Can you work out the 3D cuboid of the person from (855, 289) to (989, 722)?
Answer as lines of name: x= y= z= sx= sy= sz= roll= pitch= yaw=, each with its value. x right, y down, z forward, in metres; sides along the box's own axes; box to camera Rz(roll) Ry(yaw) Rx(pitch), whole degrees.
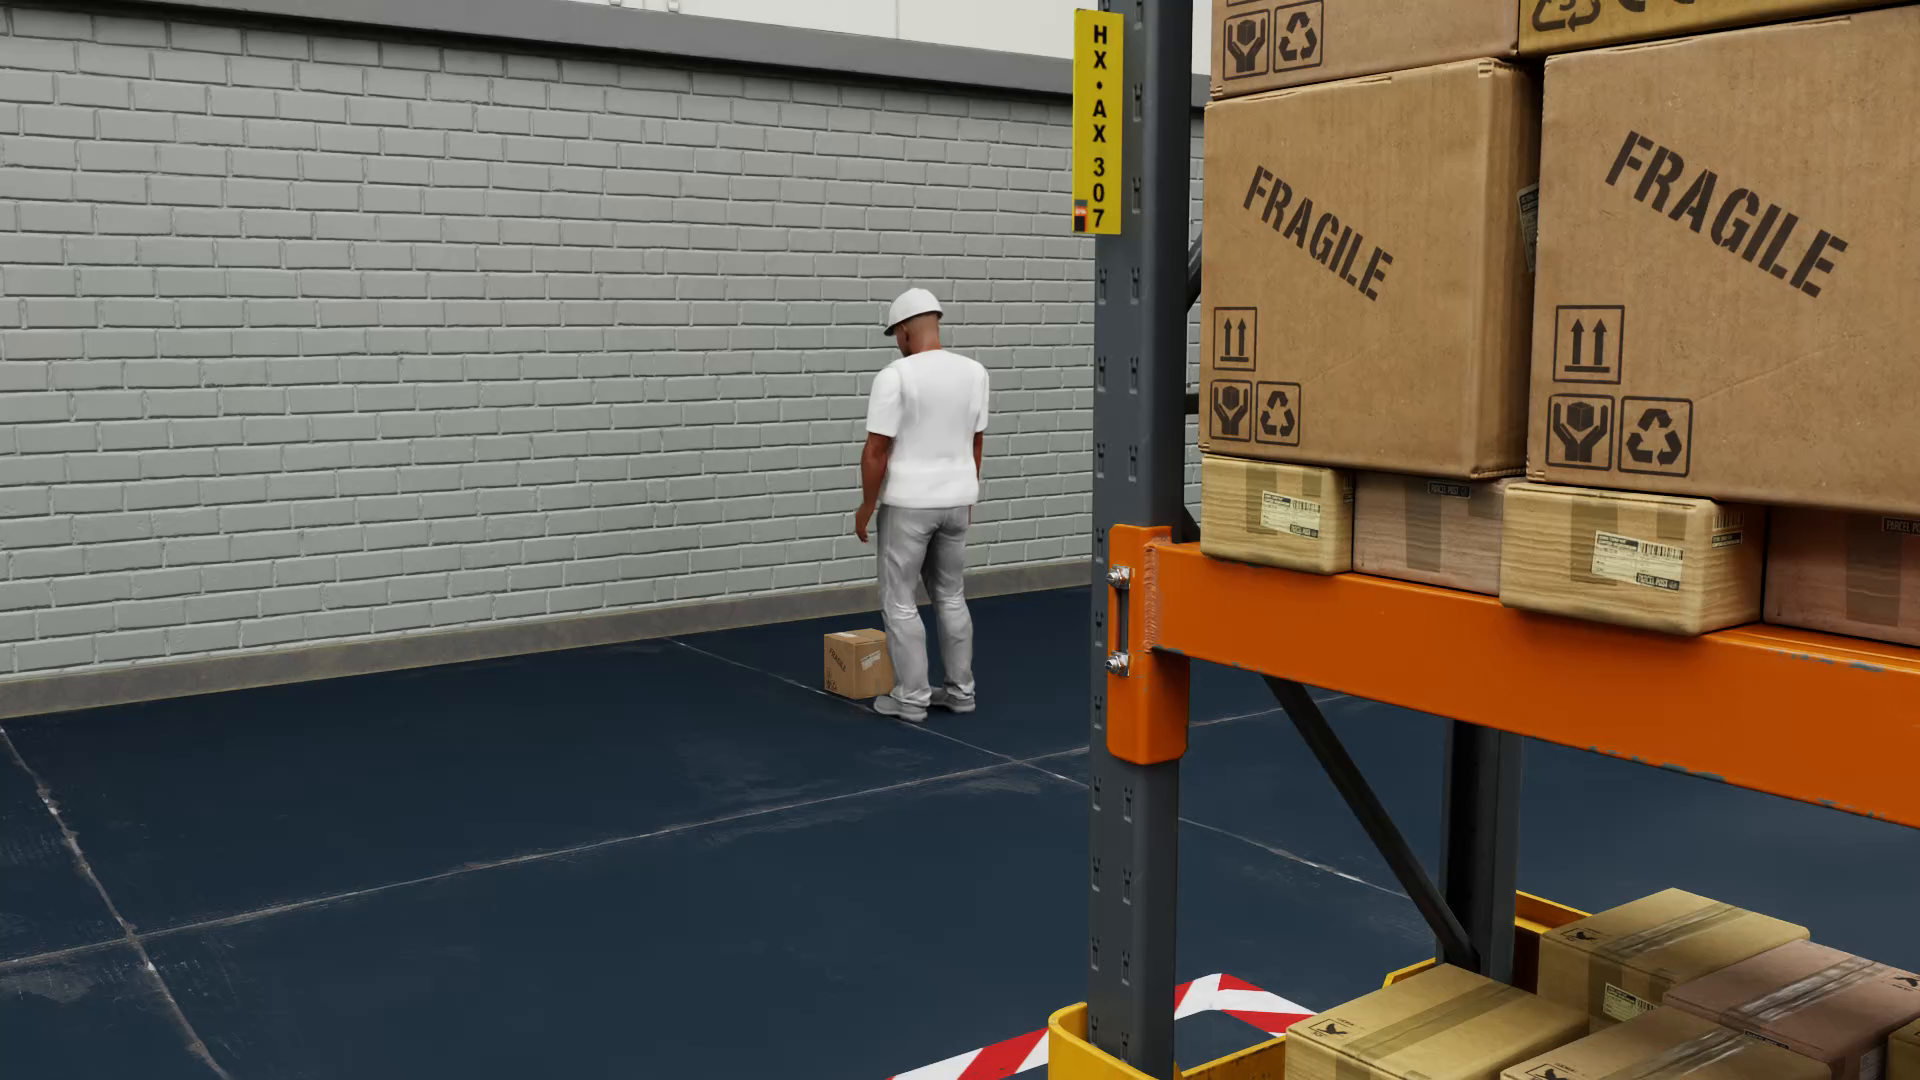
person: x=-0.157 y=-0.147 z=6.834 sx=0.571 sy=1.753 sz=0.379 roll=-5 pitch=9 yaw=-35
